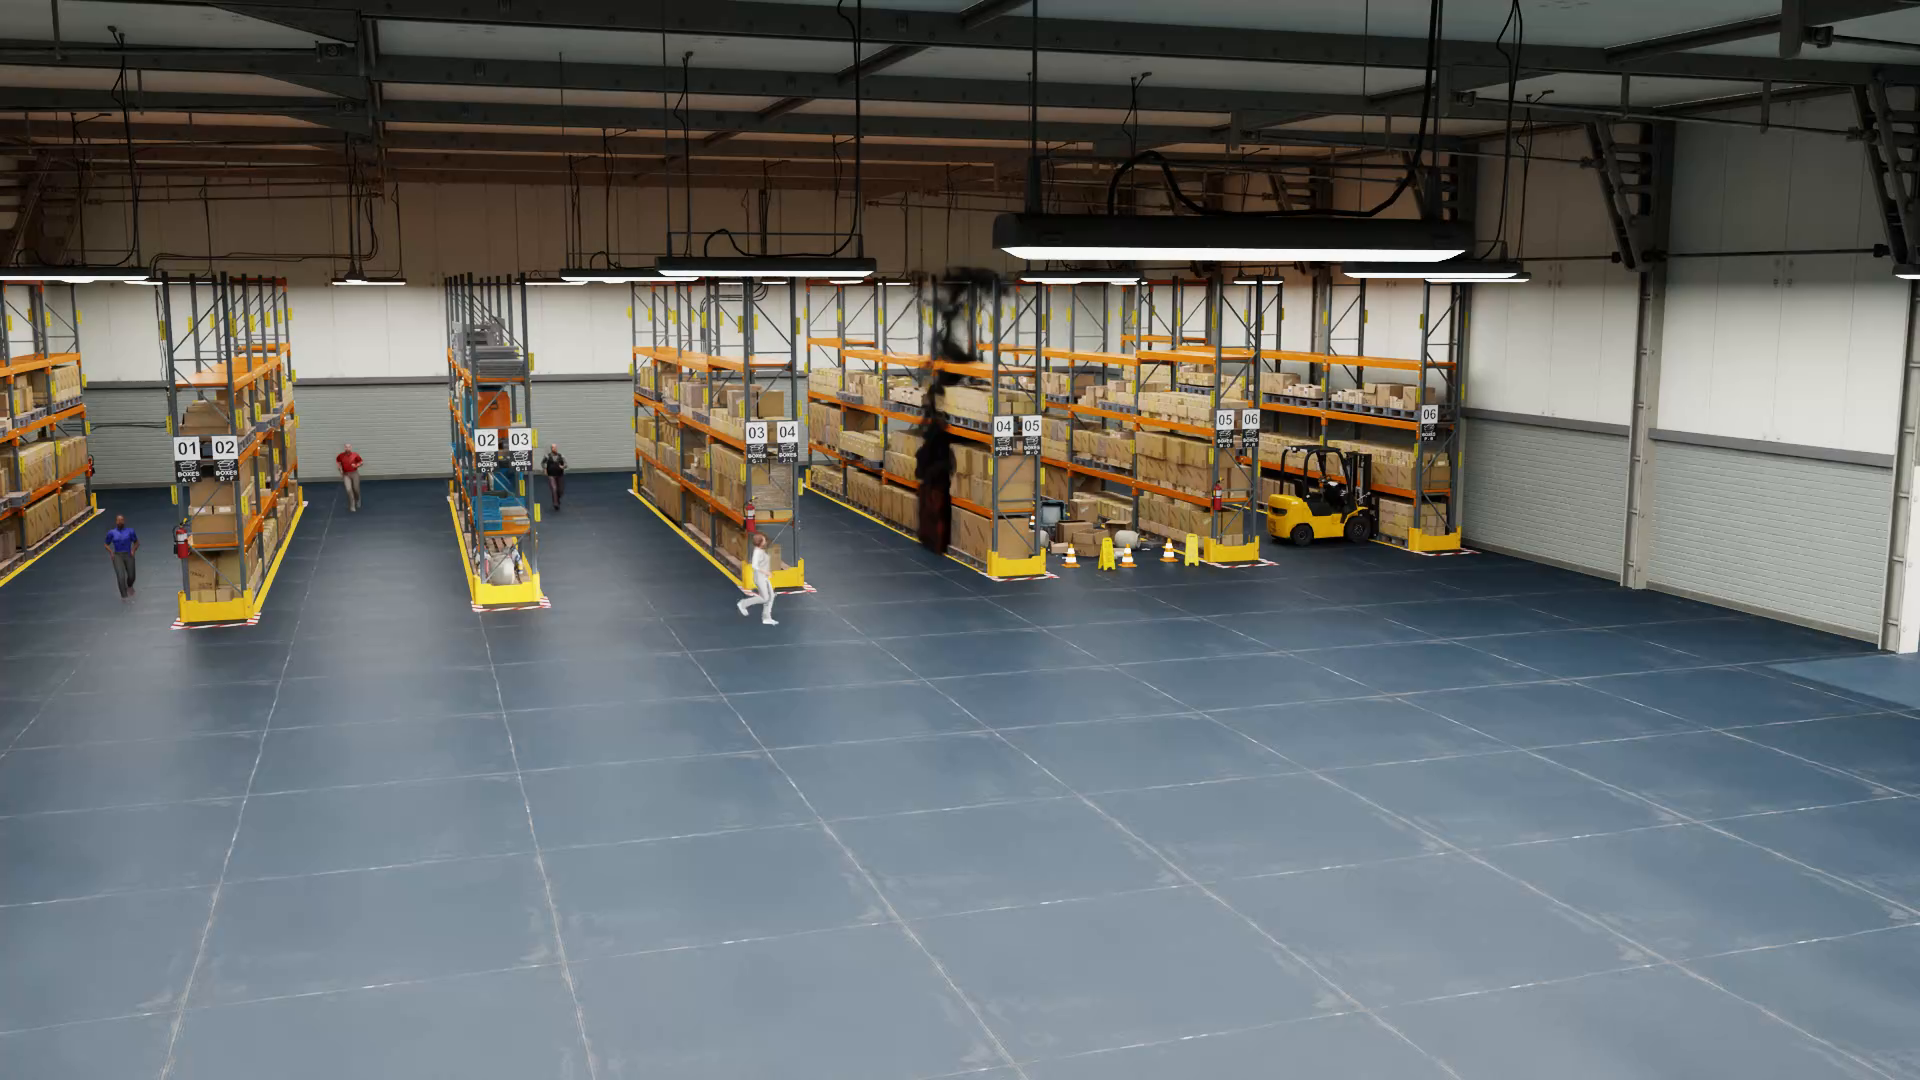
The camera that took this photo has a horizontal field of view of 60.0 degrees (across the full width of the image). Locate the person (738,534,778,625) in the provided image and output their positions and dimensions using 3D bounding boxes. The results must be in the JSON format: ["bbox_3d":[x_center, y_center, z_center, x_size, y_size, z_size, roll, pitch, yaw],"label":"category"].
[{"bbox_3d":[-3.461,0.677,28.486,0.690,1.573,0.537,0,9,2],"label":"person"}]

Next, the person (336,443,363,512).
[{"bbox_3d":[-15.842,-1.634,43.206,0.665,1.764,0.869,-3,9,-19],"label":"person"}]

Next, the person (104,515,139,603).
[{"bbox_3d":[-15.401,0.330,30.583,0.573,1.602,0.566,-5,10,-30],"label":"person"}]

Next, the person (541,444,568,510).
[{"bbox_3d":[-10.571,-1.662,43.411,0.669,1.698,0.897,-4,9,-23],"label":"person"}]
